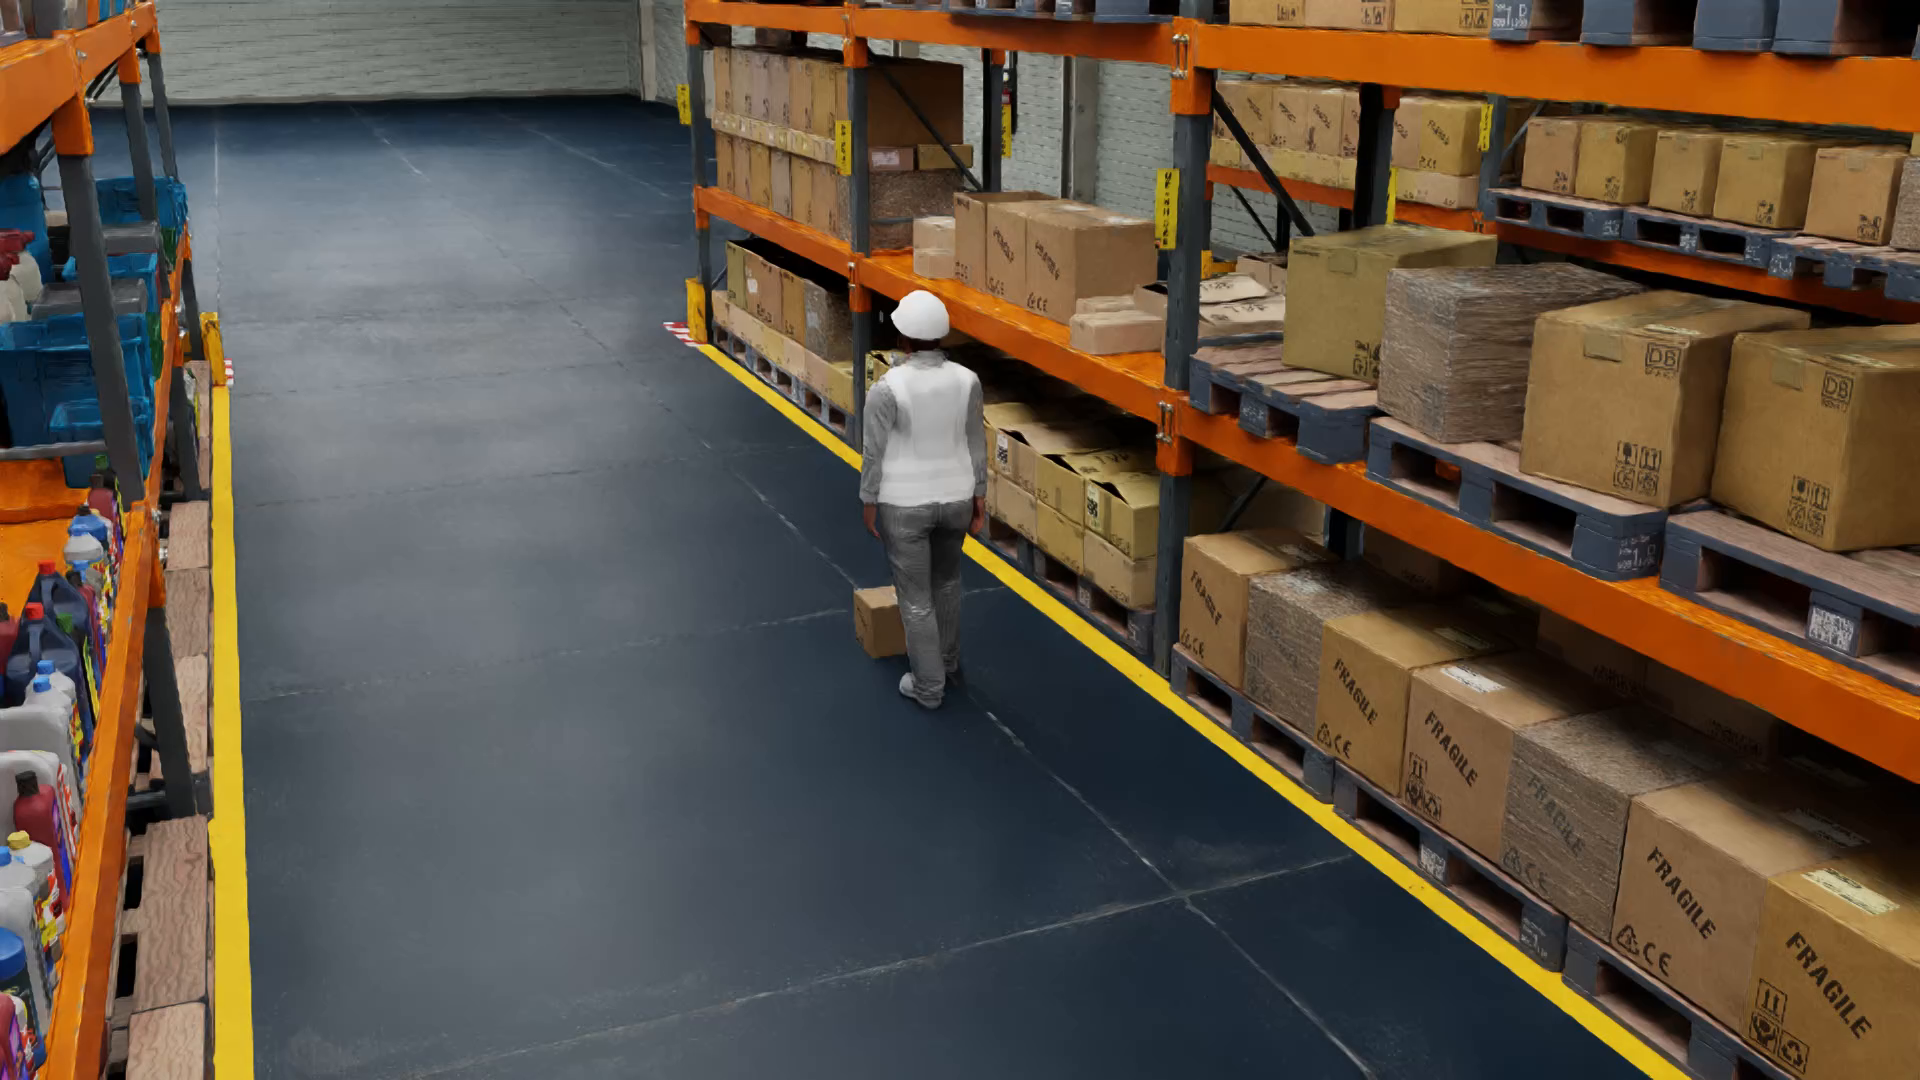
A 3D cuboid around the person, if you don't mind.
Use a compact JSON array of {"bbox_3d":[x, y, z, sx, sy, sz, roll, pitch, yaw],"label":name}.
[{"bbox_3d":[-0.192,-0.200,7.093,0.540,1.765,0.608,-9,21,-26],"label":"person"}]
